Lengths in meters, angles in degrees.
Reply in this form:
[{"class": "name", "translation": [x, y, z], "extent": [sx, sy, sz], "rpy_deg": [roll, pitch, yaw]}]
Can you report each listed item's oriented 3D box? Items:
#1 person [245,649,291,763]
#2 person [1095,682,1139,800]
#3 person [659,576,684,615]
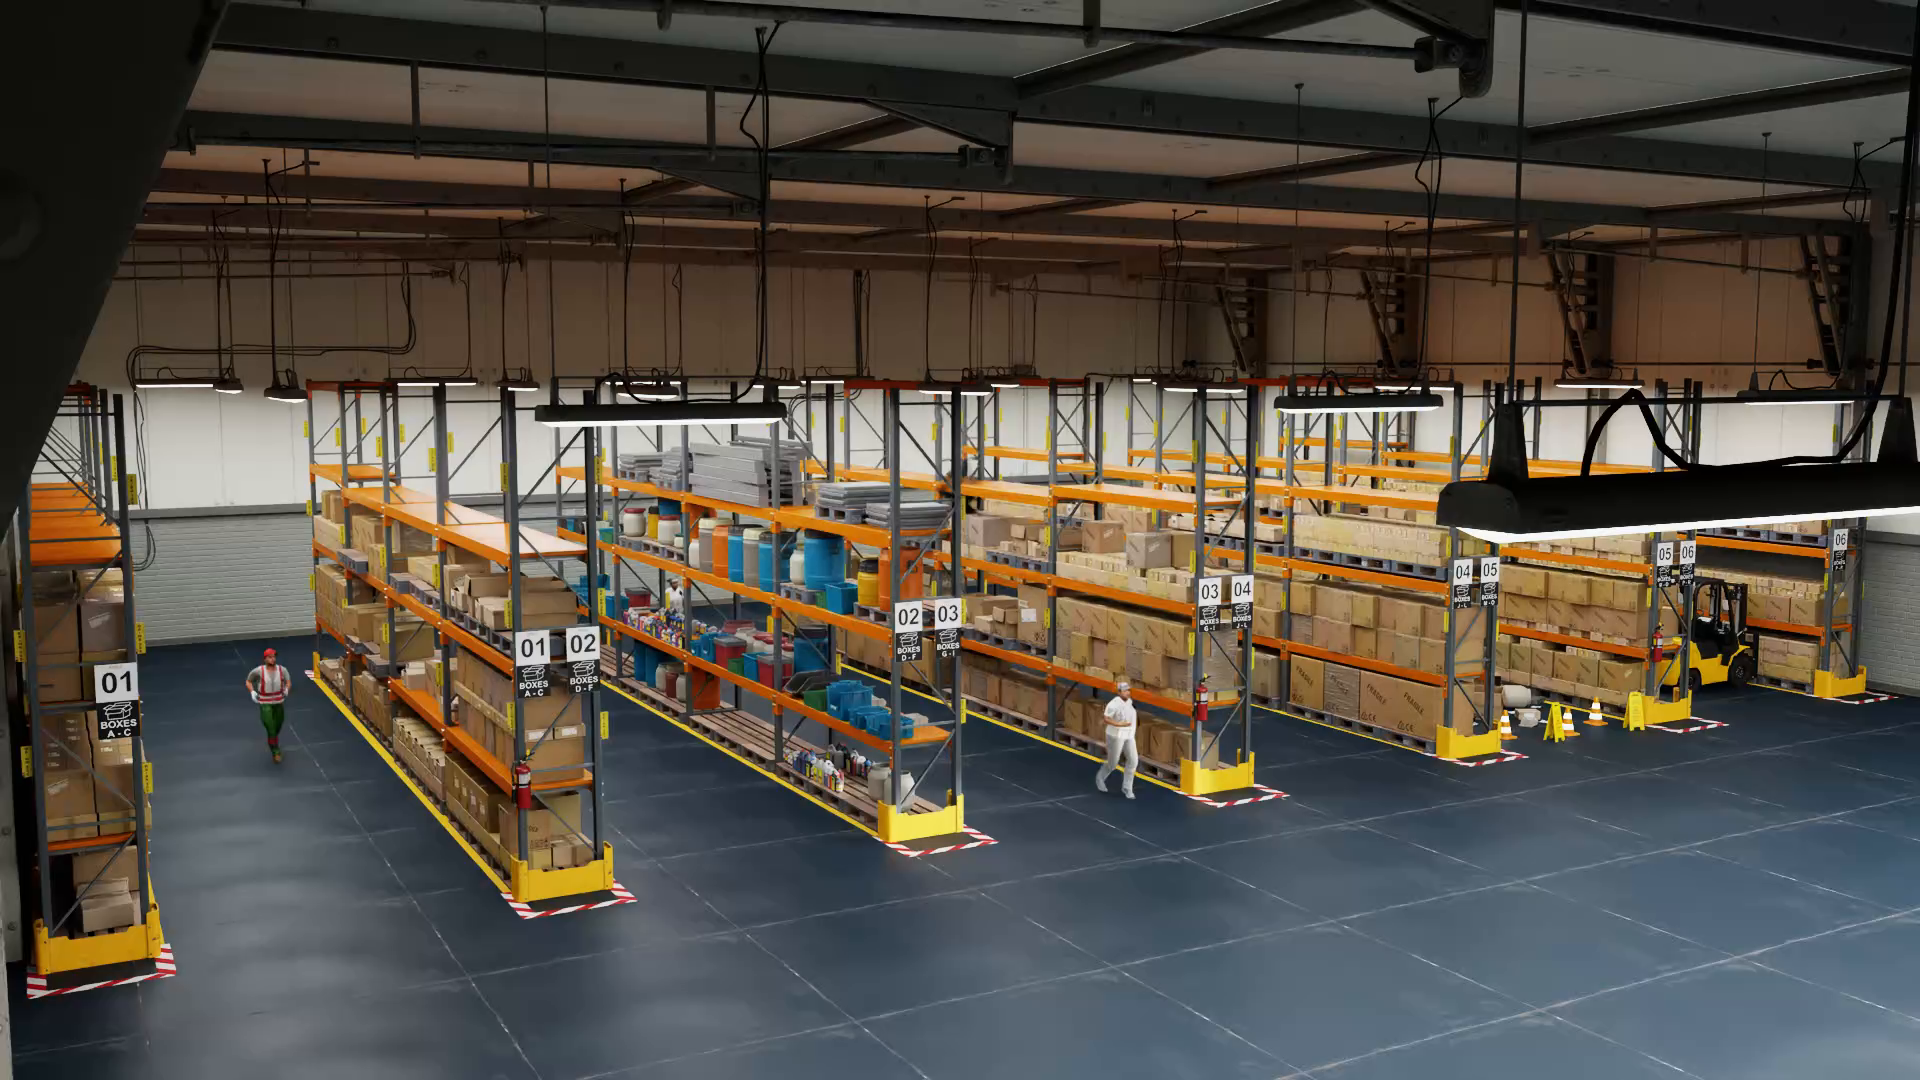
[{"class": "person", "translation": [-11.047, 2.616, 26.631], "extent": [0.665, 1.782, 0.962], "rpy_deg": [-5, 8, -38]}, {"class": "person", "translation": [2.328, 2.930, 24.425], "extent": [0.640, 1.727, 0.749], "rpy_deg": [-5, 8, -38]}, {"class": "person", "translation": [-6.226, 1.649, 36.336], "extent": [0.577, 1.758, 0.710], "rpy_deg": [-5, 8, -42]}]
